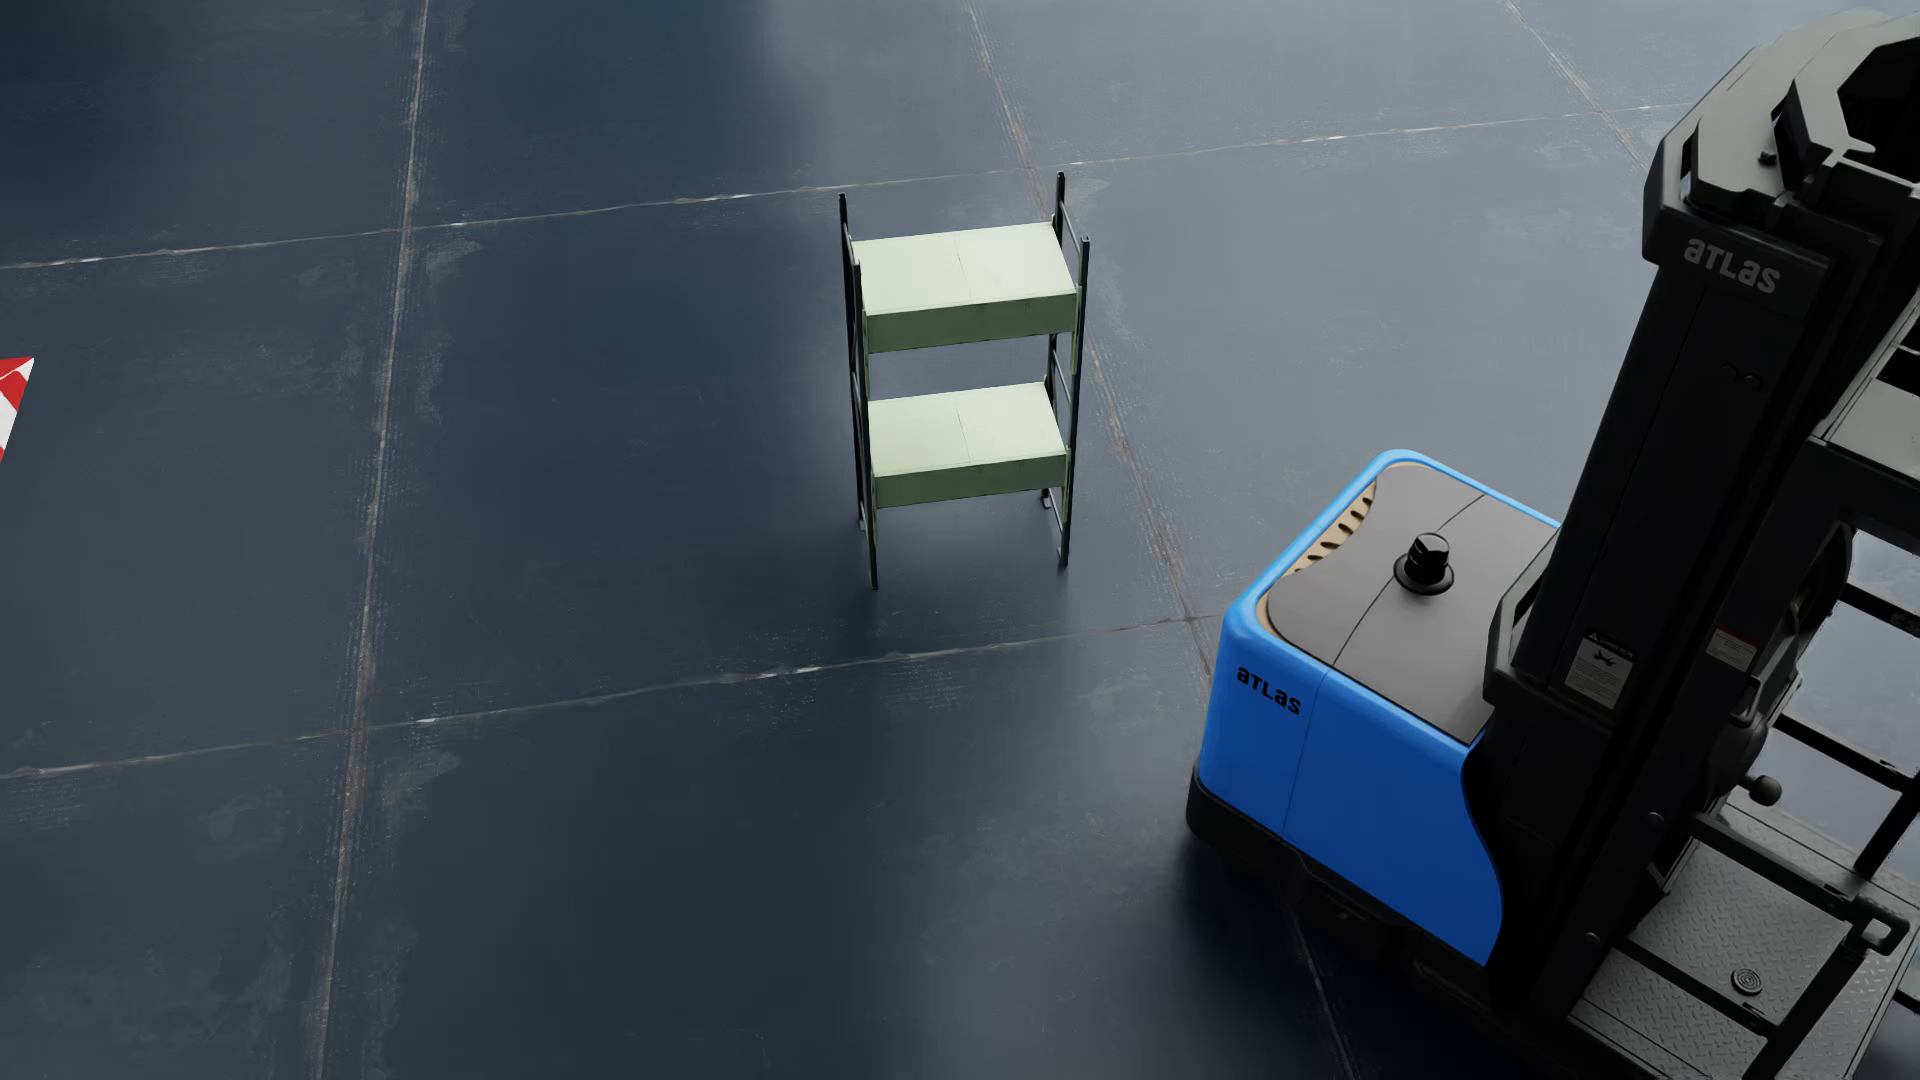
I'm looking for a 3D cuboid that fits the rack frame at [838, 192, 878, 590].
[{"bbox_3d":[-0.354,-0.476,5.851,0.023,1.500,0.400,-7,46,-7],"label":"rack frame"}]

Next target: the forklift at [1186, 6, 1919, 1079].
[{"bbox_3d":[2.193,0.365,4.047,3.031,2.935,1.130,31,54,27],"label":"forklift"}]

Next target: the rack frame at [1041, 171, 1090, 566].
[{"bbox_3d":[0.367,-0.566,5.938,0.023,1.500,0.400,-7,46,-7],"label":"rack frame"}]

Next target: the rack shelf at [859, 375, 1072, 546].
[{"bbox_3d":[0.007,-0.295,6.129,0.720,0.370,0.431,-7,46,-7],"label":"rack shelf"}]

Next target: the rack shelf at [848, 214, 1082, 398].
[{"bbox_3d":[0.007,-0.792,5.614,0.720,0.370,0.431,-7,46,-7],"label":"rack shelf"}]

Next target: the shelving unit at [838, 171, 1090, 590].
[{"bbox_3d":[0.007,-0.521,5.895,0.755,1.500,0.431,-7,46,-7],"label":"shelving unit"}]
